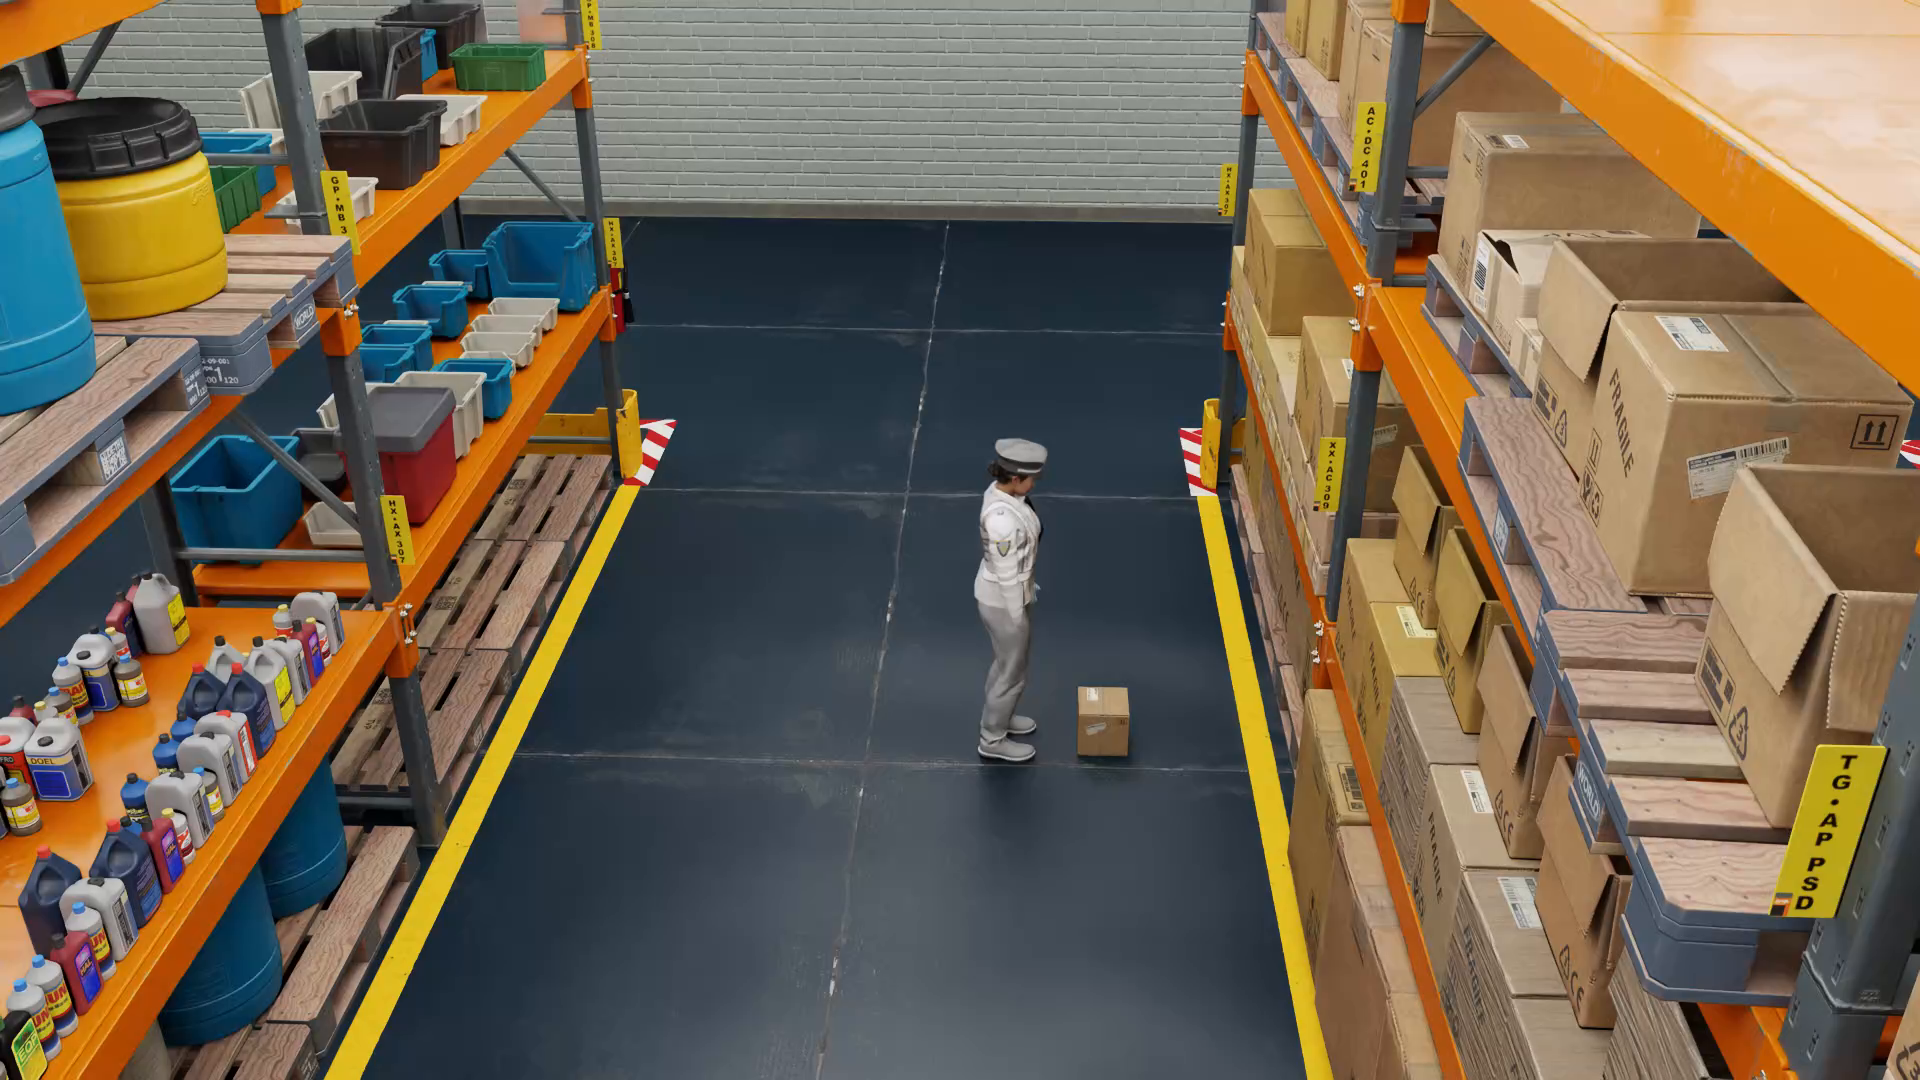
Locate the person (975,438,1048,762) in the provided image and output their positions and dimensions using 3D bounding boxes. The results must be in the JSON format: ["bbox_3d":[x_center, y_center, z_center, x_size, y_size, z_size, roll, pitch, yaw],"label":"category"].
[{"bbox_3d":[0.240,0.284,8.106,0.338,1.659,0.476,2,28,3],"label":"person"}]
